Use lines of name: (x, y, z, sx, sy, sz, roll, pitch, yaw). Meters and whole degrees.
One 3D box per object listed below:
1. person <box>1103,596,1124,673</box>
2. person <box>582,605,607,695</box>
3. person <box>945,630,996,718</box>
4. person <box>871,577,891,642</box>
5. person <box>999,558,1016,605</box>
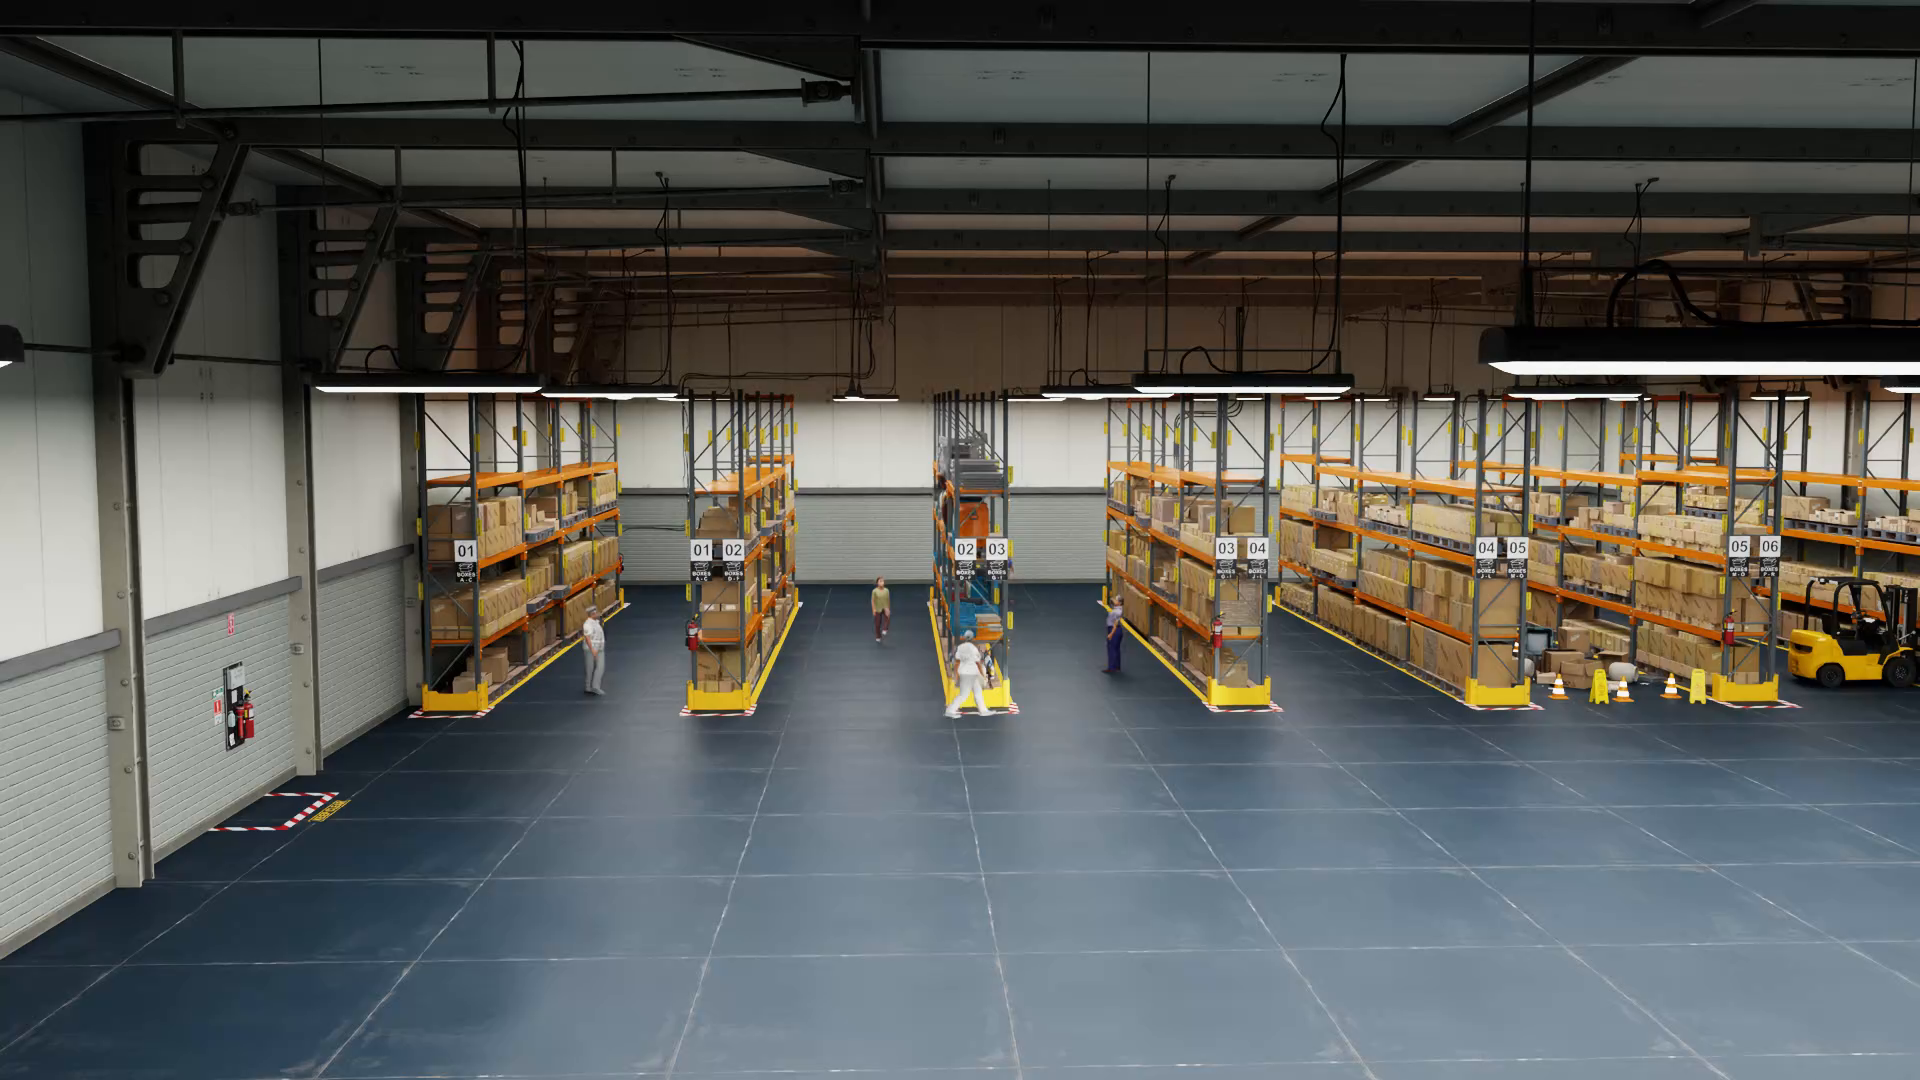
person: (3.284, 2.017, 35.545, 0.409, 1.639, 0.561, 1, 5, 17)
person: (-7.247, 2.180, 32.938, 0.720, 1.786, 0.547, 4, 6, 42)
person: (0.197, 2.436, 30.254, 1.002, 1.605, 0.483, -1, 5, -13)
person: (-1.877, 1.673, 39.495, 0.467, 1.587, 1.031, 0, 5, -2)
person: (1.350, 1.028, 47.920, 0.785, 1.667, 0.437, 4, 6, 39)
